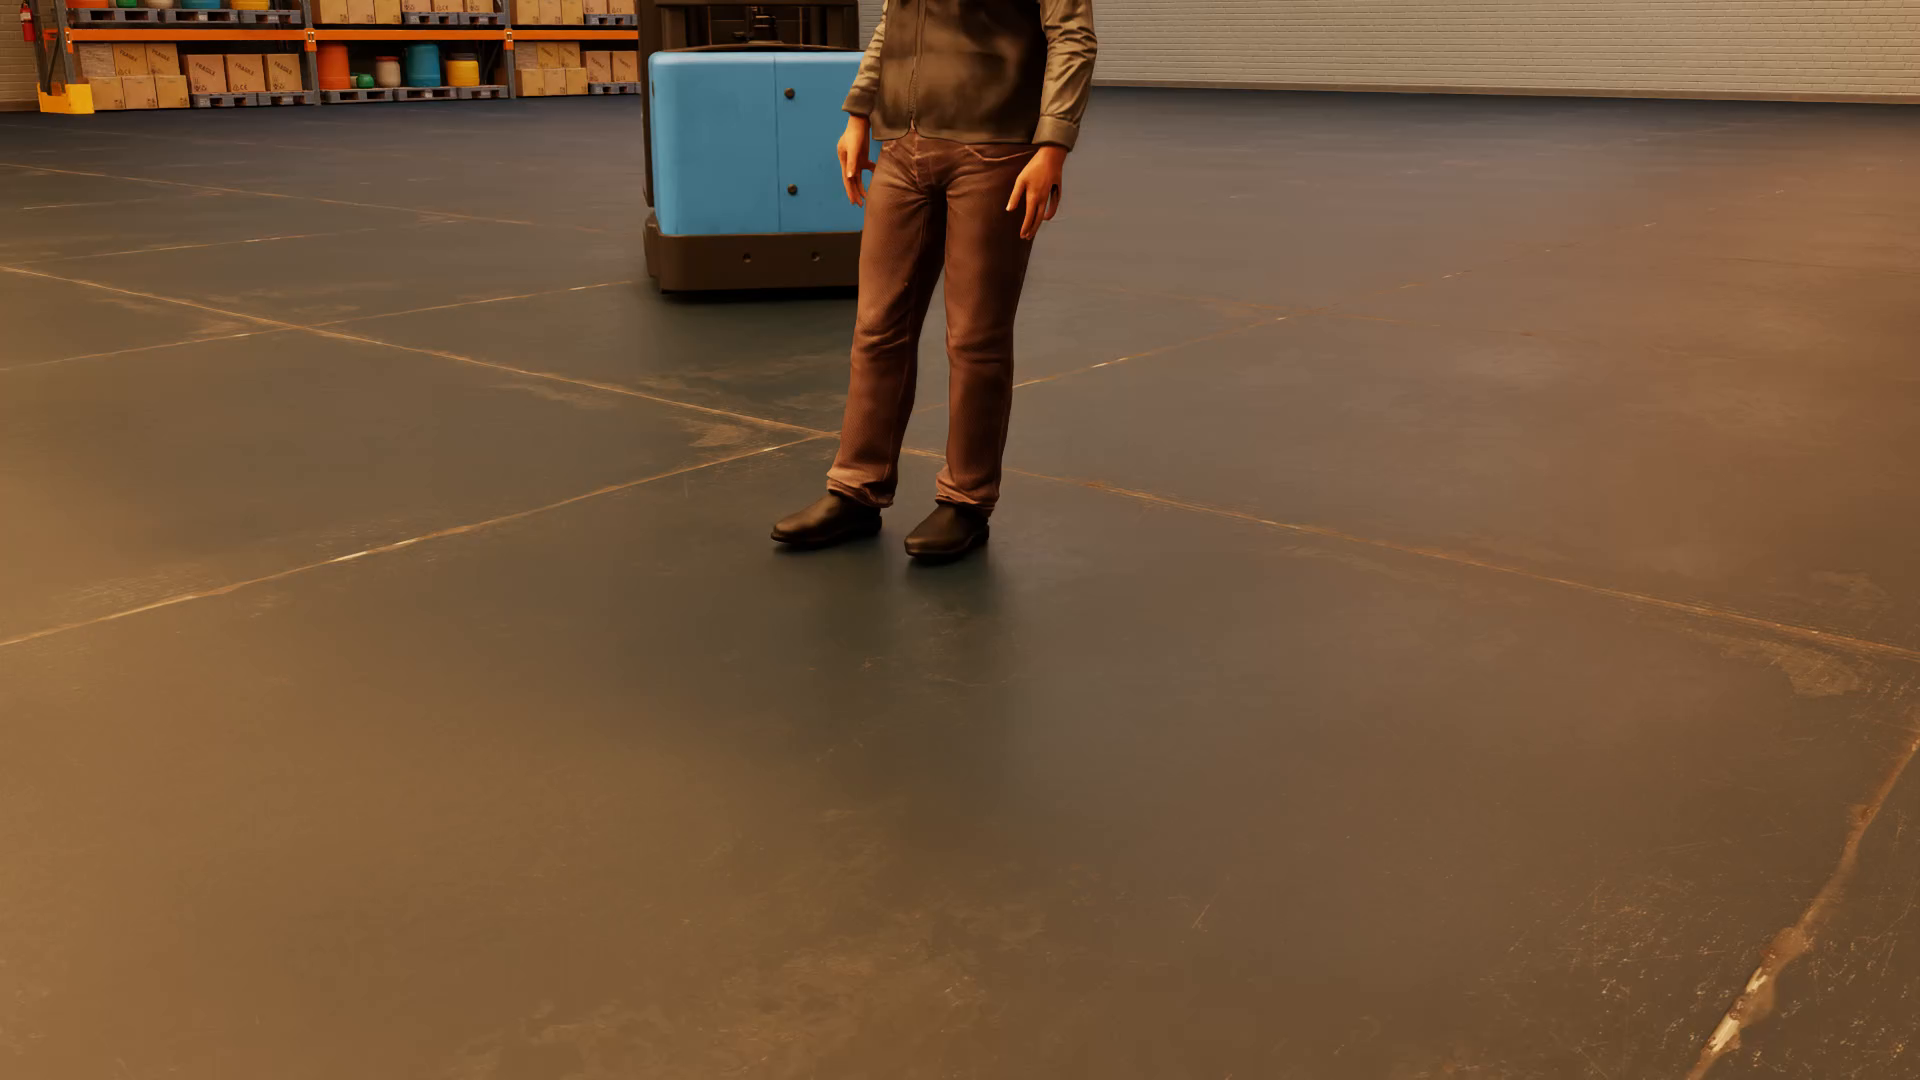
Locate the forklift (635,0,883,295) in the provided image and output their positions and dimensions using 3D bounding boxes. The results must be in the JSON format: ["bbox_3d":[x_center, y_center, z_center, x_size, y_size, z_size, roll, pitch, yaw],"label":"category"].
[{"bbox_3d":[-1.097,-2.882,8.389,1.130,2.935,3.031,-3,17,-11],"label":"forklift"}]

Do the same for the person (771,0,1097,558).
[{"bbox_3d":[-0.046,-0.818,3.648,0.633,1.722,0.566,13,21,37],"label":"person"}]
